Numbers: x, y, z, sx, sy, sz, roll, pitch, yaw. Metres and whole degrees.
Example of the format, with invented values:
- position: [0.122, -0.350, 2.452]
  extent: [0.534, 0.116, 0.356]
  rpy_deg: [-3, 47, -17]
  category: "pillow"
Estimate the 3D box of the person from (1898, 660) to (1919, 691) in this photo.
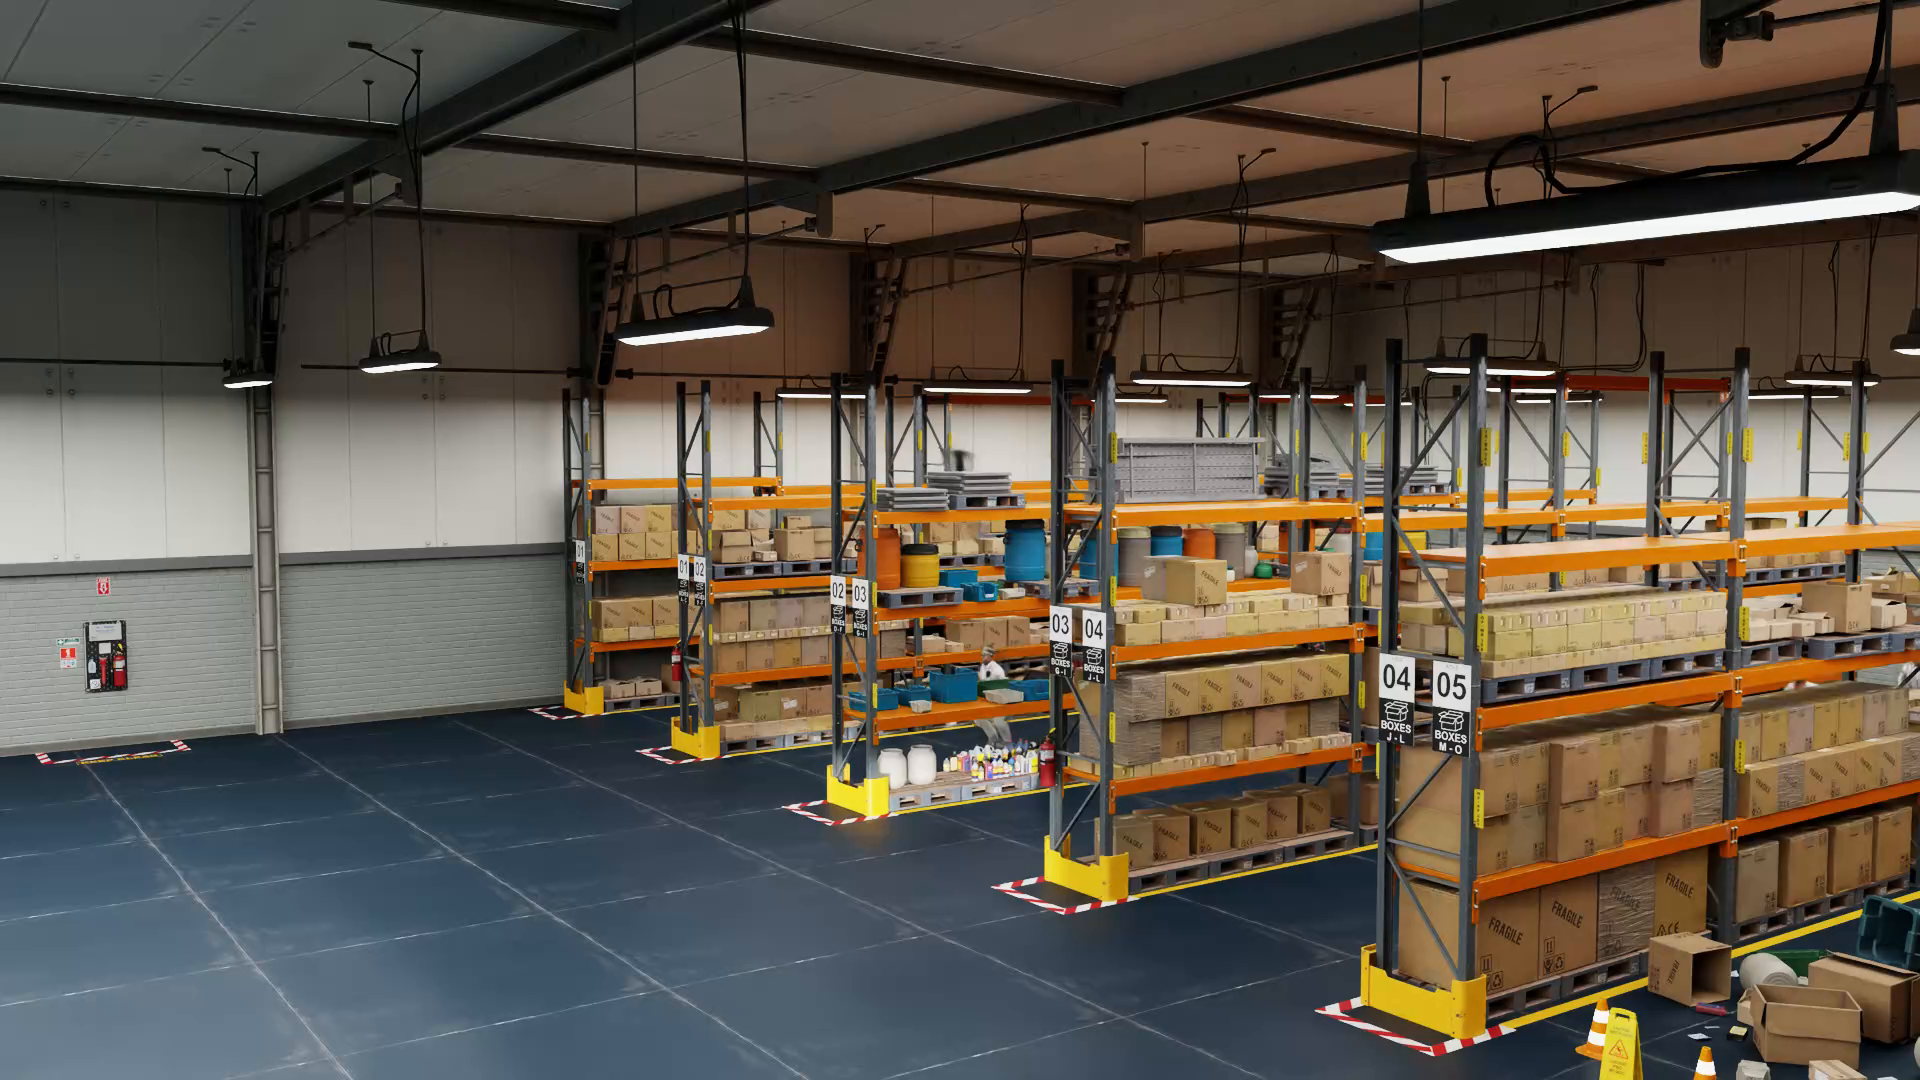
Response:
- position: [15.726, 2.595, 27.273]
  extent: [0.608, 1.667, 0.799]
  rpy_deg: [2, 4, 29]
  category: "person"

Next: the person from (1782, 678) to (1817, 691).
- position: [12.367, 2.702, 24.456]
  extent: [0.770, 1.766, 0.653]
  rpy_deg: [-2, 4, -33]
  category: "person"

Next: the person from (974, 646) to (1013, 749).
- position: [0.552, 2.583, 27.234]
  extent: [0.833, 1.723, 0.648]
  rpy_deg: [-3, 5, -38]
  category: "person"
